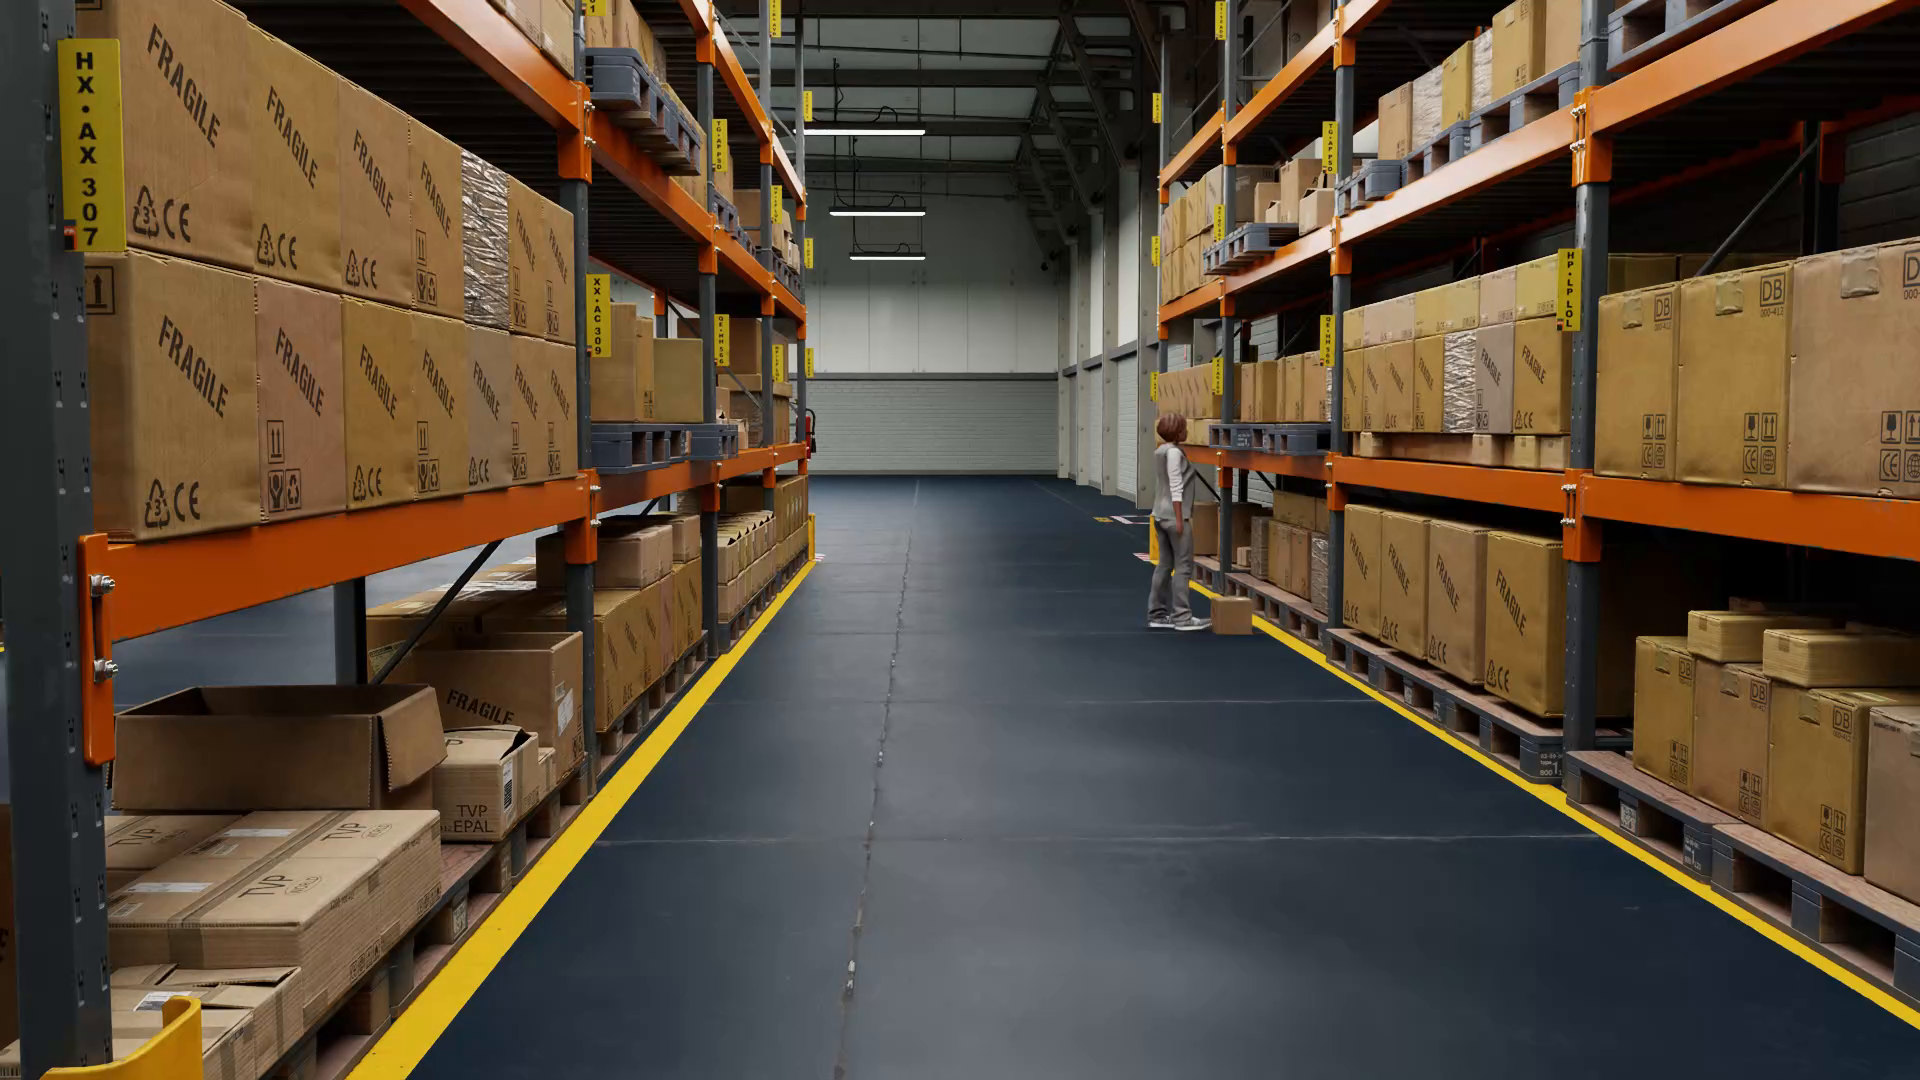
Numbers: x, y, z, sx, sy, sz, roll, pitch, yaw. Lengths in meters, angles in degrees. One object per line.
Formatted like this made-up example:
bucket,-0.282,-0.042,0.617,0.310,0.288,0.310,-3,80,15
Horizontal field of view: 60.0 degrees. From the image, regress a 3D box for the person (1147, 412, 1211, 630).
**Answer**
person,1.605,-0.133,12.209,0.426,1.589,0.413,-1,4,-9
